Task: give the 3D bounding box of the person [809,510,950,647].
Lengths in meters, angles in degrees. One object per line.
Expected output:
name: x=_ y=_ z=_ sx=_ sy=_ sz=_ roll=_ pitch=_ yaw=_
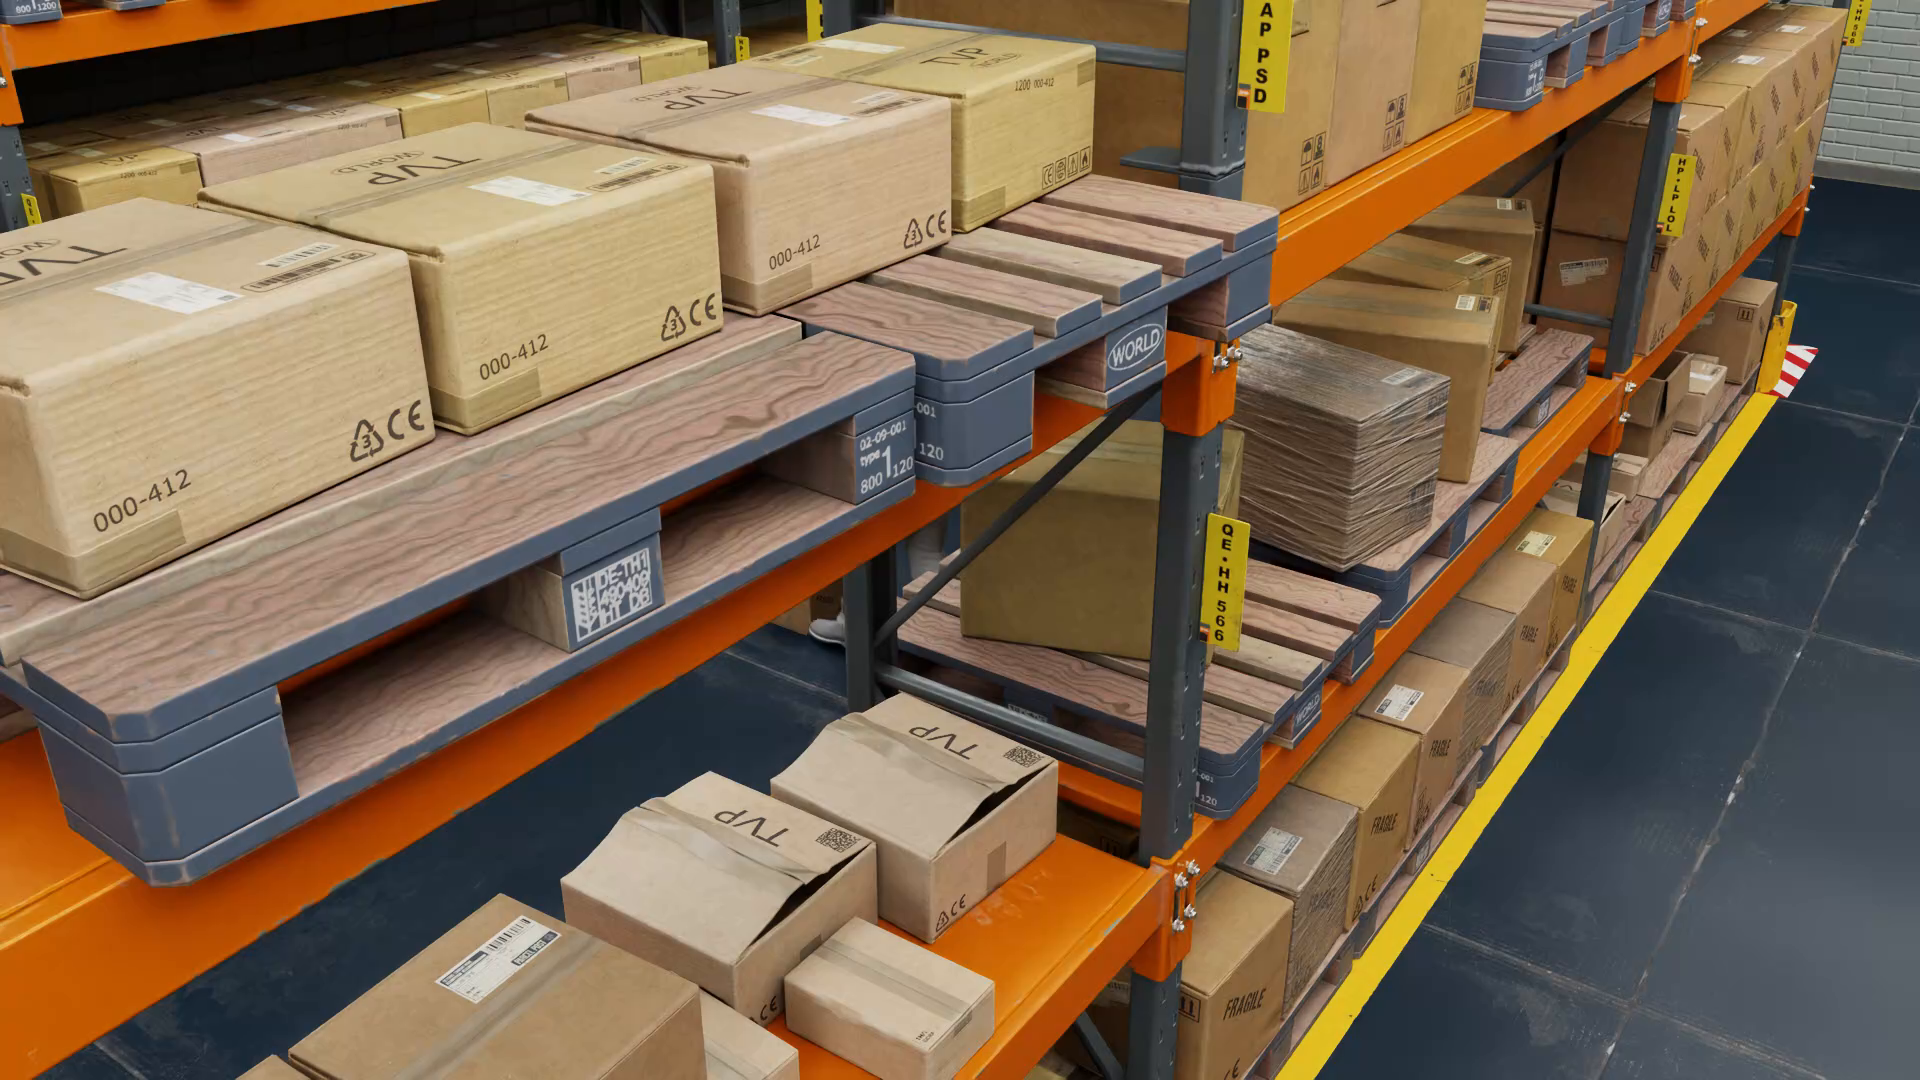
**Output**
person: x=-0.332 y=-0.323 z=7.219 sx=0.565 sy=1.751 sz=0.633 roll=-24 pitch=35 yaw=-38
